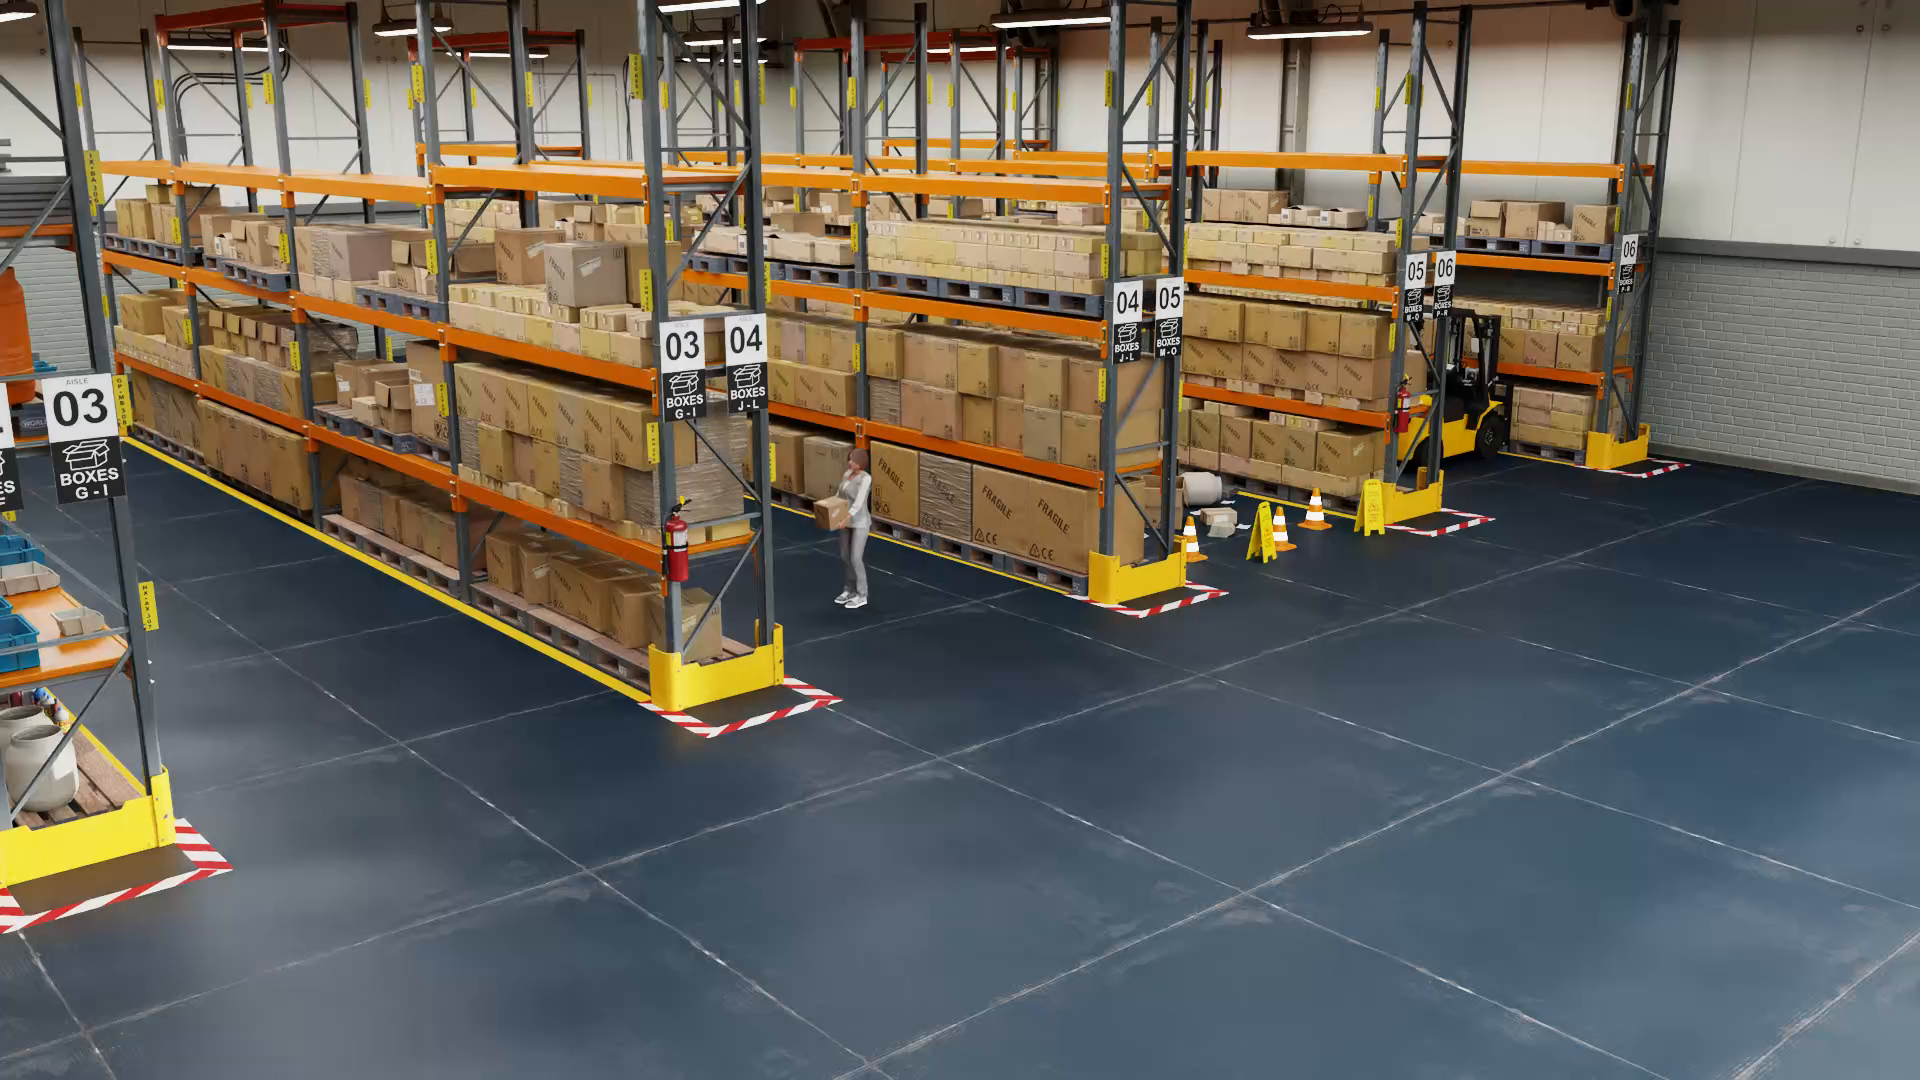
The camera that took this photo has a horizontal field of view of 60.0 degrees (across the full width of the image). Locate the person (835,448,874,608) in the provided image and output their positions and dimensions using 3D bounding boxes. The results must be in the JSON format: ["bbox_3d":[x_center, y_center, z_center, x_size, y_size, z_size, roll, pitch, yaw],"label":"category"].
[{"bbox_3d":[-1.119,-0.112,16.504,0.488,1.577,0.405,-12,18,-38],"label":"person"}]
